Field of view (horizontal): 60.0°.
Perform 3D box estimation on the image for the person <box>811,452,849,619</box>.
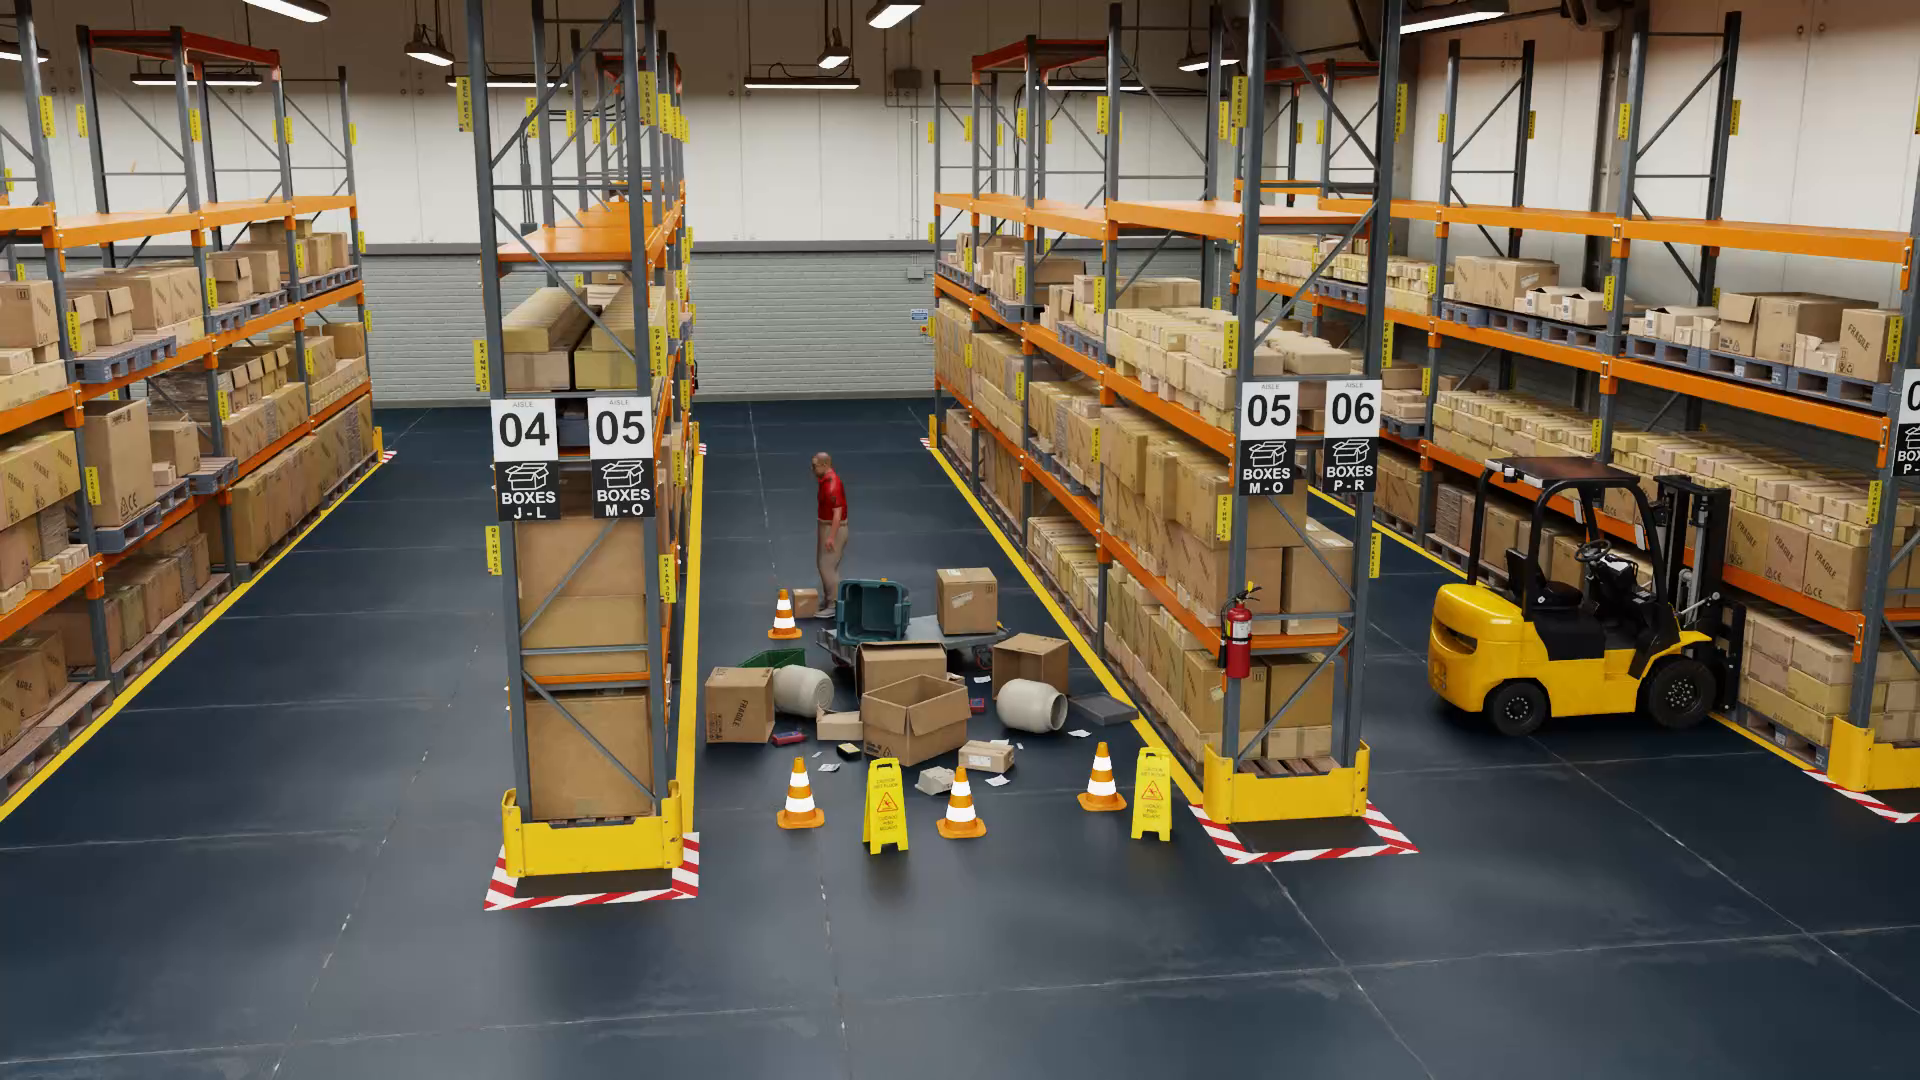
[{"bbox_3d":[-1.366,-0.068,17.312,0.393,1.725,0.594,-3,13,-11],"label":"person"}]
